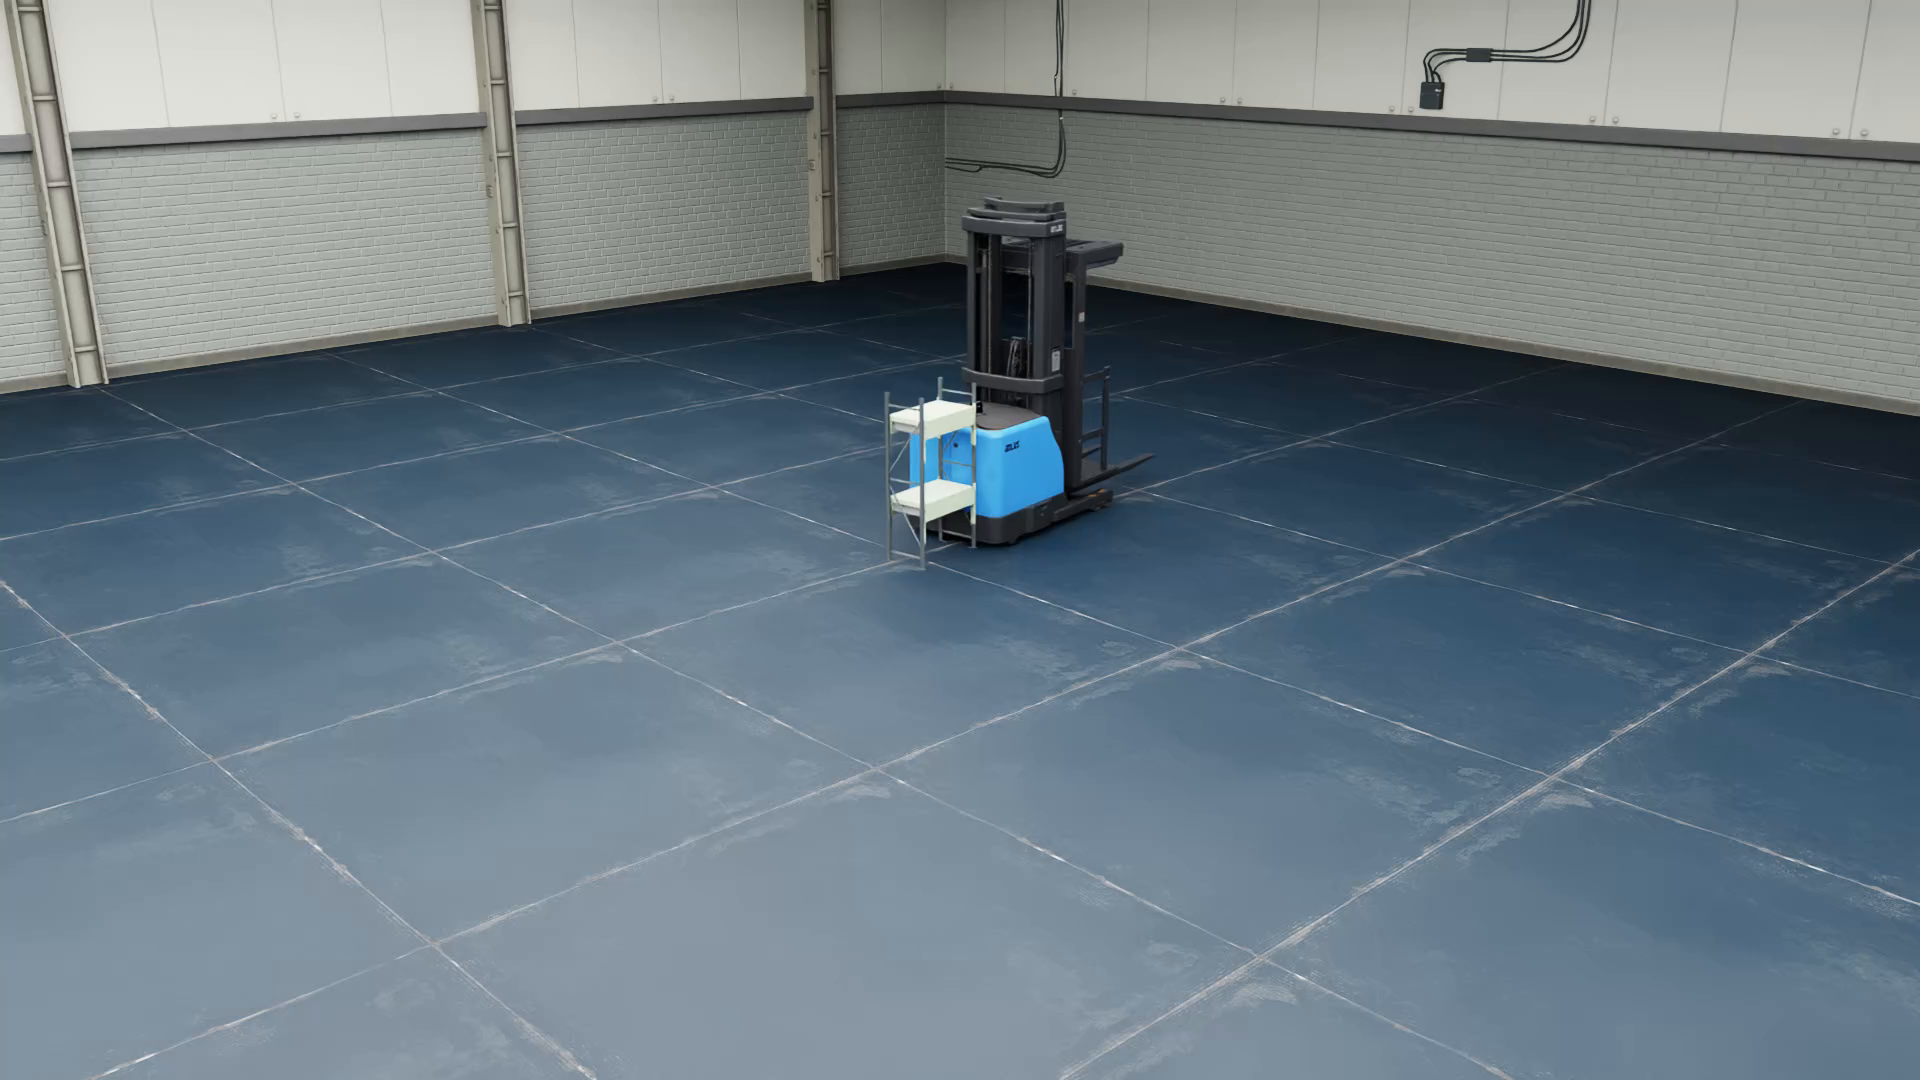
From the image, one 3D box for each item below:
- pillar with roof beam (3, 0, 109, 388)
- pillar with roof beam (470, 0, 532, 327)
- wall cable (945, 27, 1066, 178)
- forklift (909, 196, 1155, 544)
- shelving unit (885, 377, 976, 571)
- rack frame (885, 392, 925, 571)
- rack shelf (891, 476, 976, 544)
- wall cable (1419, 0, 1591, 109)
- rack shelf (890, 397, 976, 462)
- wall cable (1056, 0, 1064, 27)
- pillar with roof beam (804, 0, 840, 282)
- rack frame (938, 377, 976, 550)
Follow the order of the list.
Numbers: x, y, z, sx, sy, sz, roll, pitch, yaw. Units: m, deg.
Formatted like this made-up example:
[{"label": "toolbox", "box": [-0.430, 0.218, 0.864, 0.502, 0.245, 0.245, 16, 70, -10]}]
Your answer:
[{"label": "pillar with roof beam", "box": [-8.104, -5.301, 16.745, 0.400, 9.000, 9.100, -16, 24, -41]}, {"label": "pillar with roof beam", "box": [-3.744, -6.573, 20.666, 0.400, 9.000, 9.100, -16, 24, -41]}, {"label": "wall cable", "box": [0.707, -7.660, 29.054, 0.112, 2.526, 3.097, -16, 24, -41]}, {"label": "forklift", "box": [0.817, -1.747, 15.620, 1.130, 2.935, 3.031, 13, 22, 35]}, {"label": "shelving unit", "box": [-0.244, -0.578, 14.336, 0.431, 1.500, 0.755, 13, 22, 35]}, {"label": "rack frame", "box": [-0.464, -0.488, 14.057, 0.400, 1.500, 0.023, 13, 22, 35]}, {"label": "rack shelf", "box": [-0.244, -0.268, 14.437, 0.431, 0.370, 0.720, 13, 22, 35]}, {"label": "wall cable", "box": [7.218, -8.624, 21.478, 0.169, 6.003, 2.305, -16, 24, -41]}, {"label": "rack shelf", "box": [-0.244, -0.949, 14.216, 0.431, 0.370, 0.720, 13, 22, 35]}, {"label": "wall cable", "box": [2.565, -9.456, 26.405, 0.112, 2.526, 3.097, -16, 24, -41]}, {"label": "pillar with roof beam", "box": [0.615, -7.844, 24.588, 0.400, 9.000, 9.100, -16, 24, -41]}, {"label": "rack frame", "box": [-0.025, -0.668, 14.615, 0.400, 1.500, 0.023, 13, 22, 35]}]
